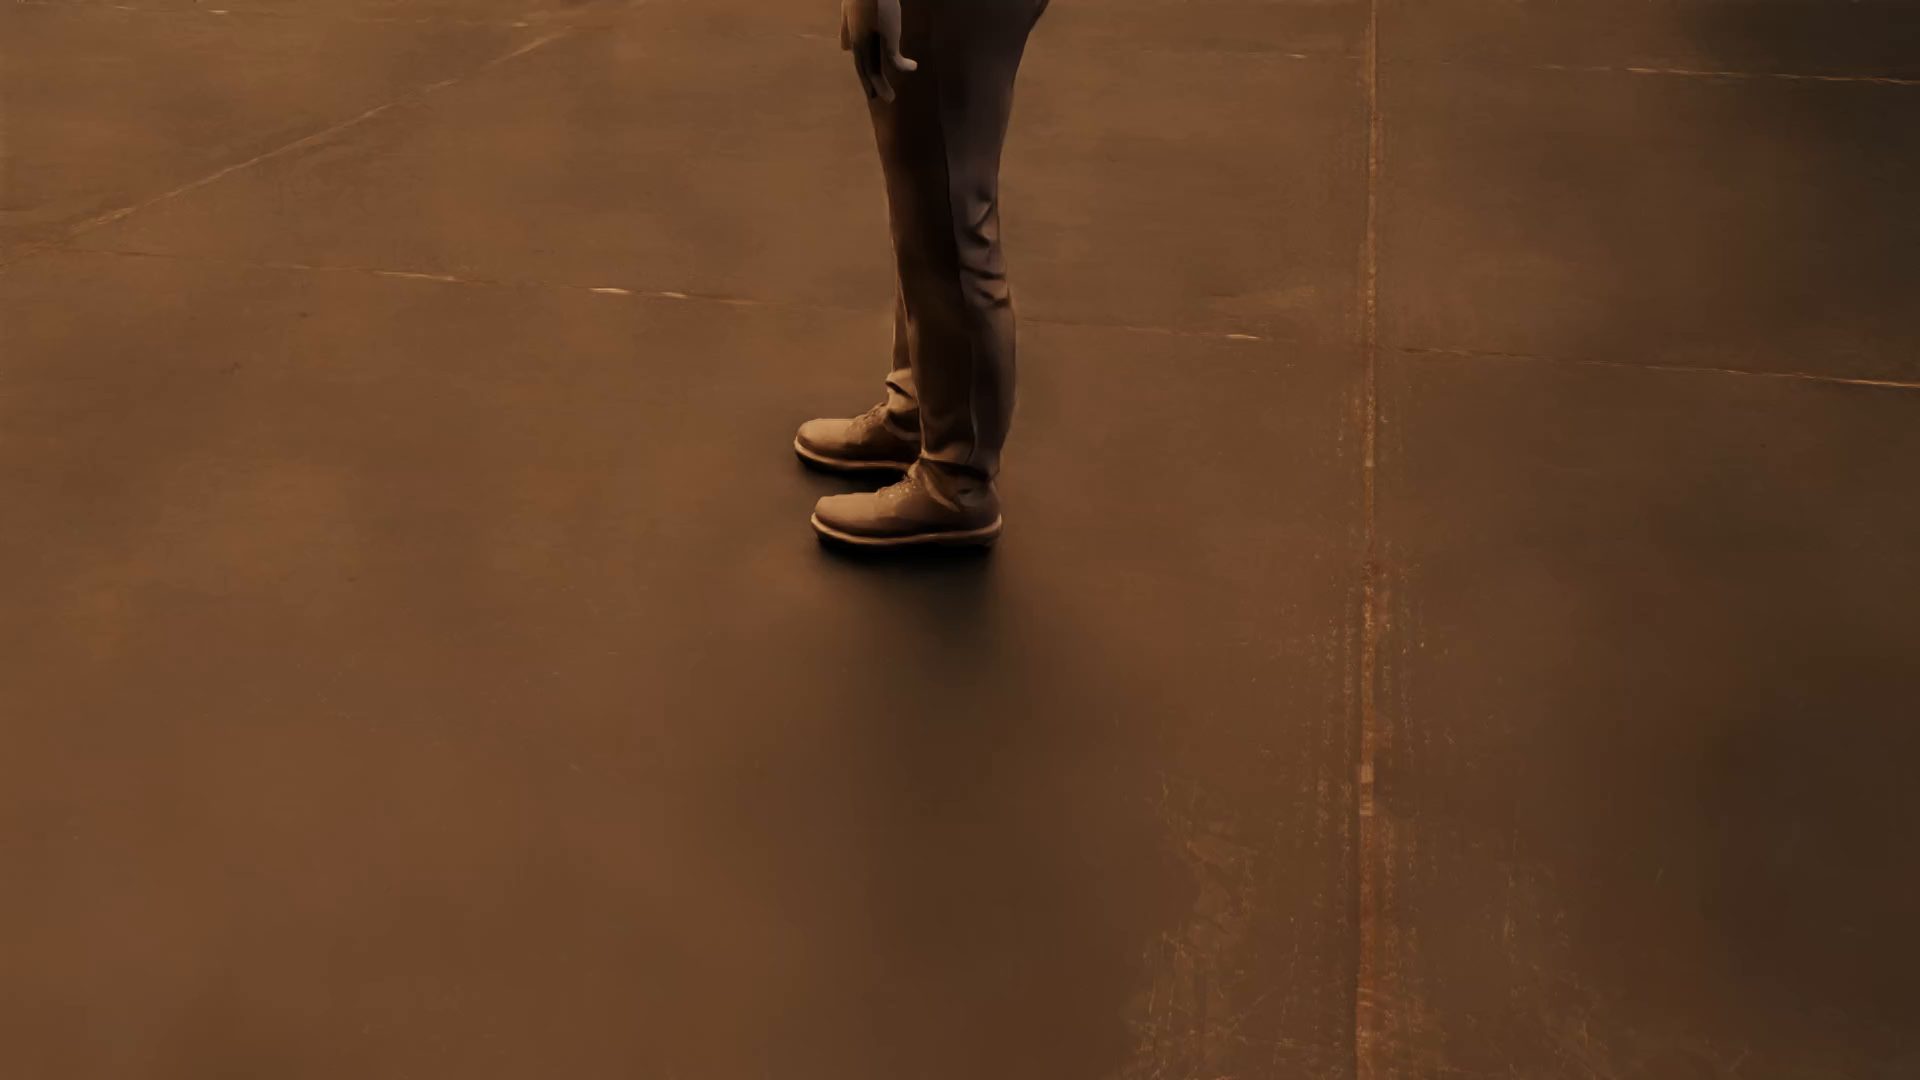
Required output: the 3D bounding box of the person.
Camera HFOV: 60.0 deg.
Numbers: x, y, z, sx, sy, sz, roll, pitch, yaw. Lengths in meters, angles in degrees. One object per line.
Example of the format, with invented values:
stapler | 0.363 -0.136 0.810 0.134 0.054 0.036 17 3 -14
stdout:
person | -0.065 -0.773 2.134 0.533 1.695 0.586 6 27 11
